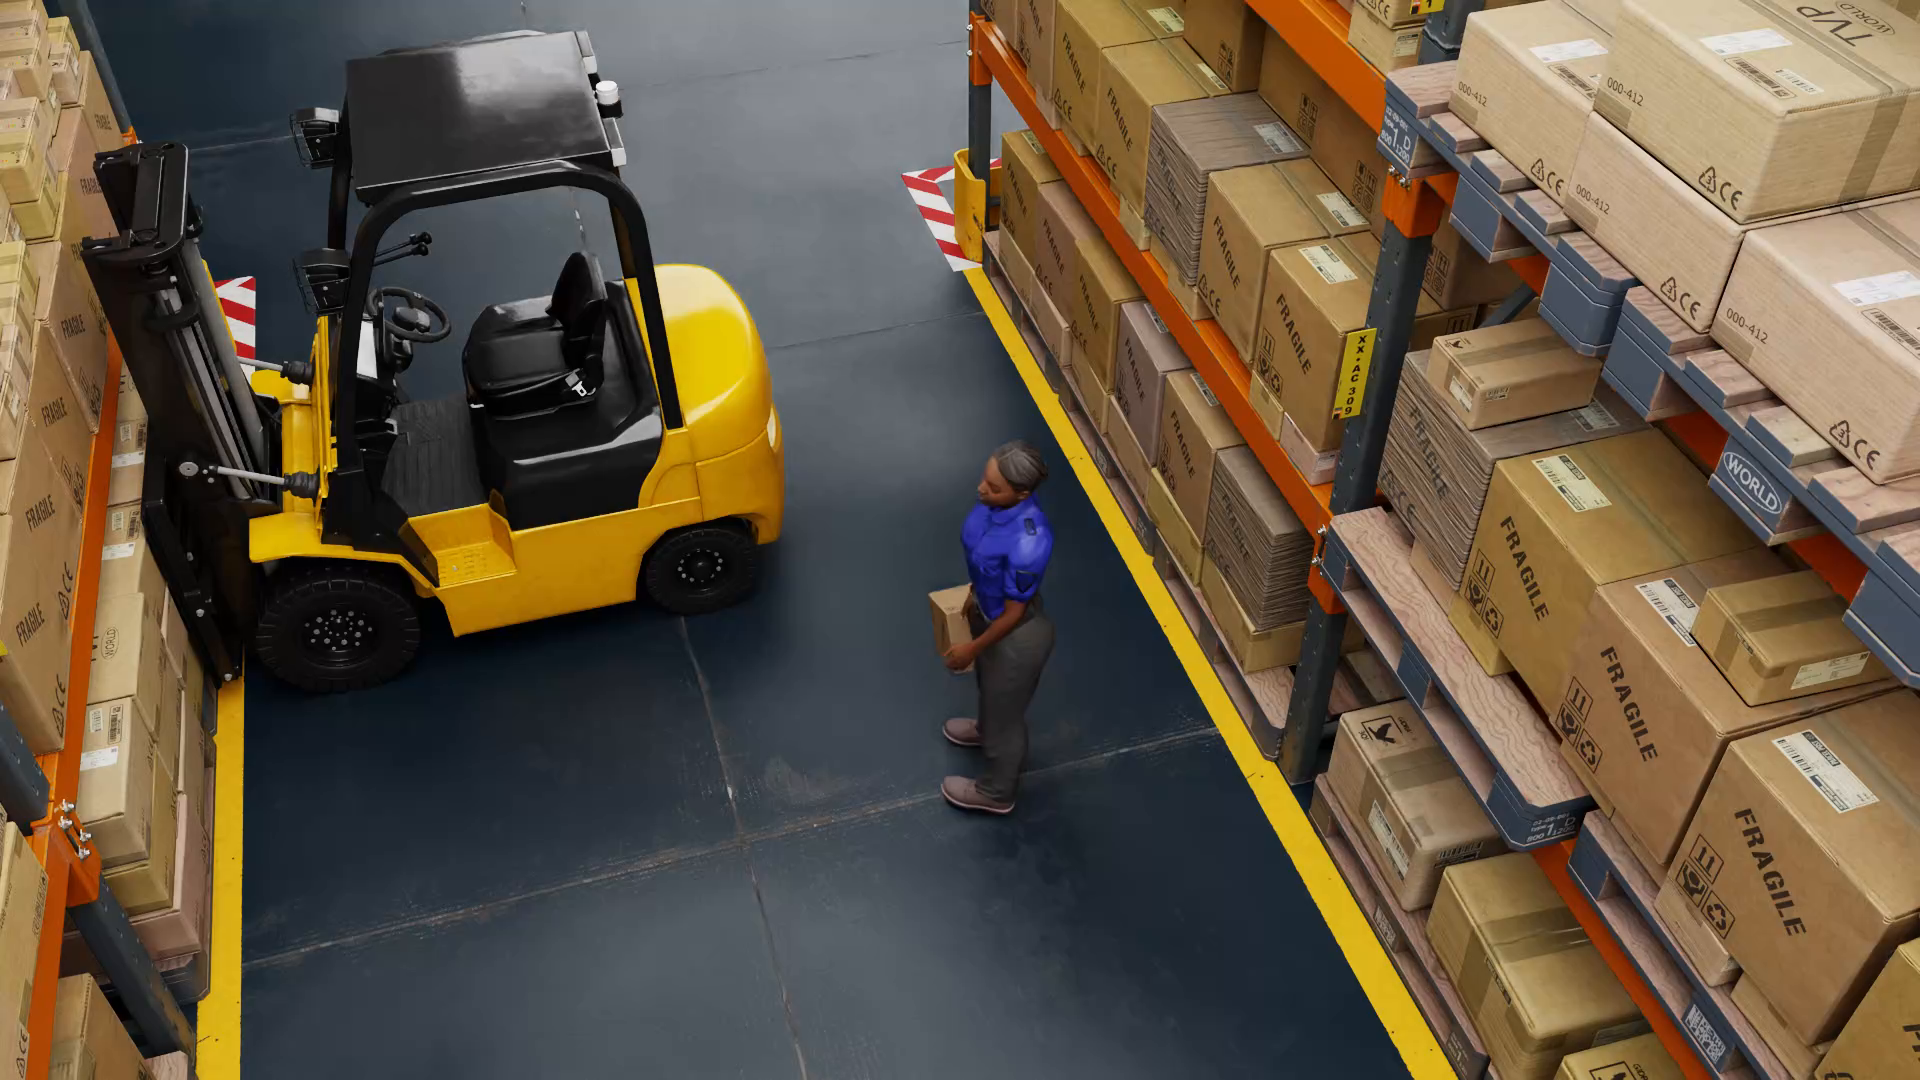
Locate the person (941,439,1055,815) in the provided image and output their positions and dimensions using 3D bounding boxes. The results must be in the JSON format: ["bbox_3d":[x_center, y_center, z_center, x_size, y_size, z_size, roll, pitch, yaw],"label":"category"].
[{"bbox_3d":[0.106,0.277,5.832,0.398,1.666,0.527,-8,43,-8],"label":"person"}]
